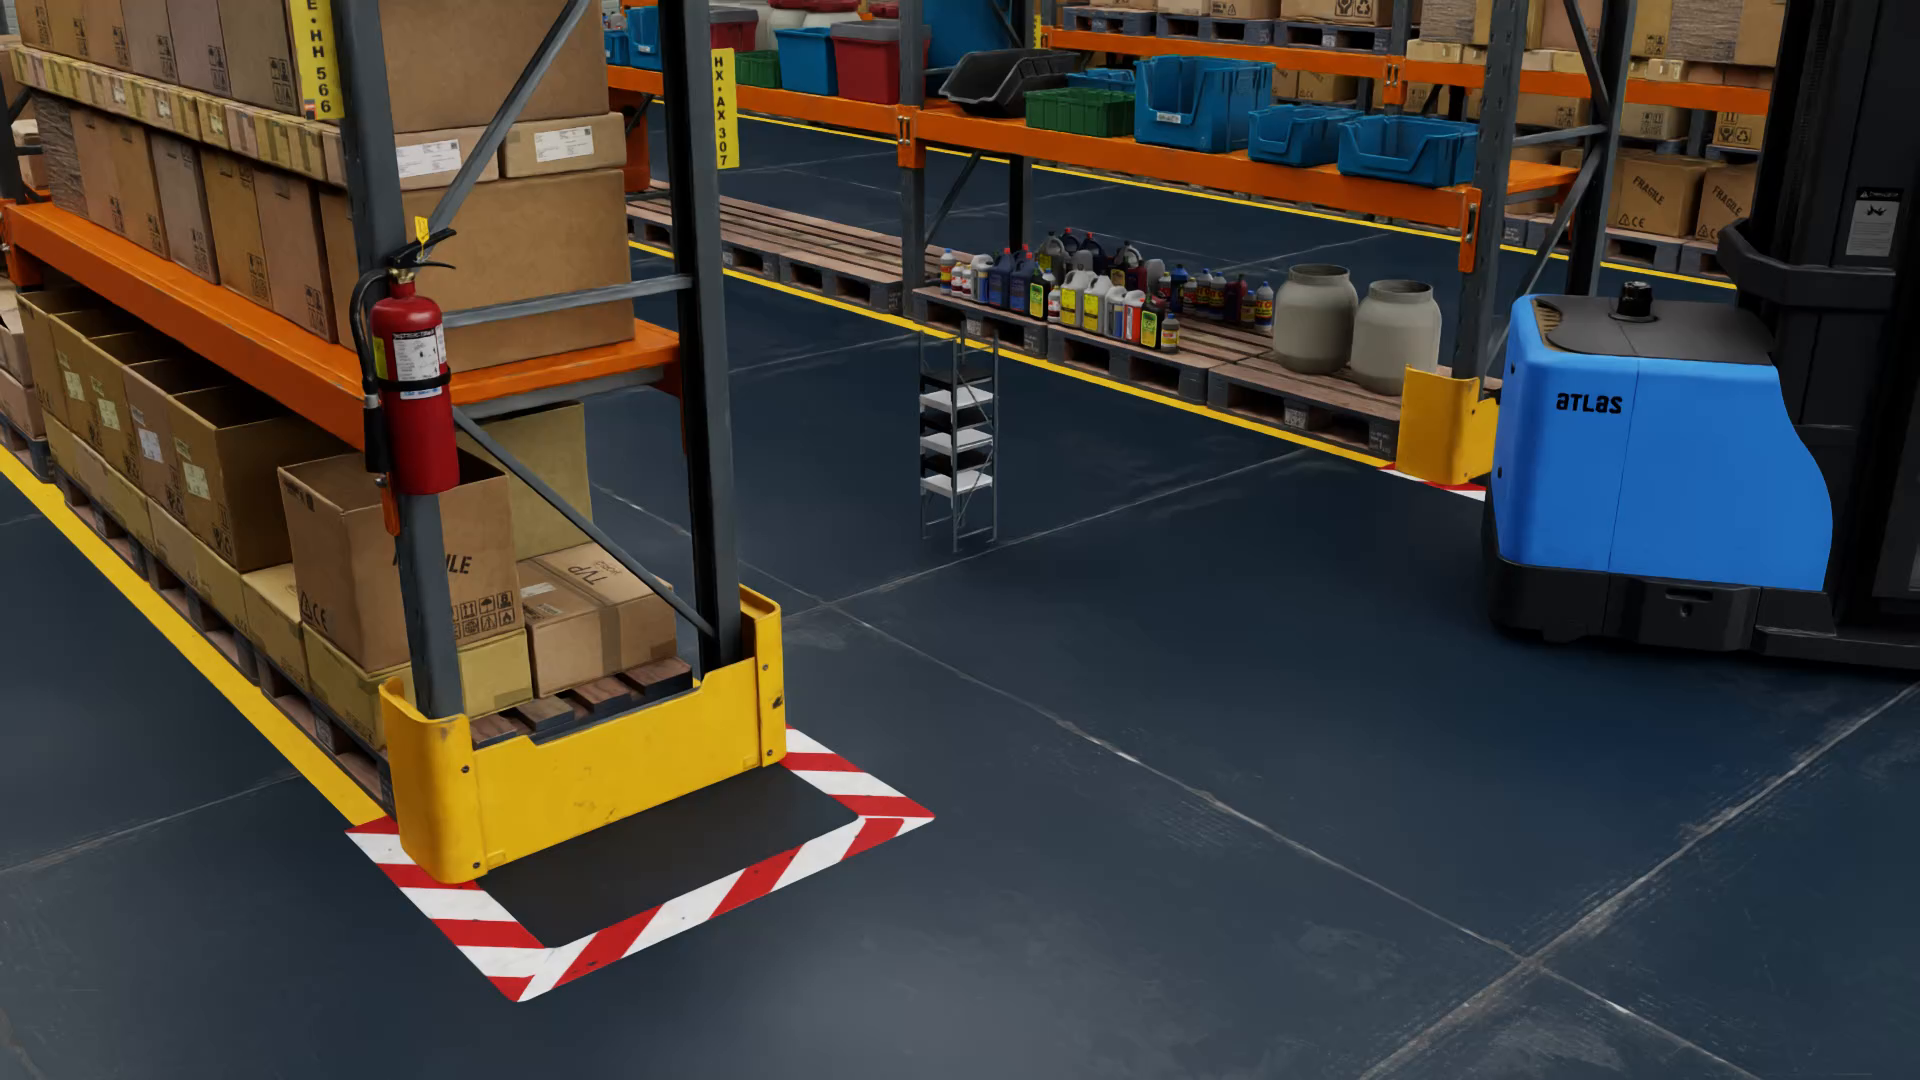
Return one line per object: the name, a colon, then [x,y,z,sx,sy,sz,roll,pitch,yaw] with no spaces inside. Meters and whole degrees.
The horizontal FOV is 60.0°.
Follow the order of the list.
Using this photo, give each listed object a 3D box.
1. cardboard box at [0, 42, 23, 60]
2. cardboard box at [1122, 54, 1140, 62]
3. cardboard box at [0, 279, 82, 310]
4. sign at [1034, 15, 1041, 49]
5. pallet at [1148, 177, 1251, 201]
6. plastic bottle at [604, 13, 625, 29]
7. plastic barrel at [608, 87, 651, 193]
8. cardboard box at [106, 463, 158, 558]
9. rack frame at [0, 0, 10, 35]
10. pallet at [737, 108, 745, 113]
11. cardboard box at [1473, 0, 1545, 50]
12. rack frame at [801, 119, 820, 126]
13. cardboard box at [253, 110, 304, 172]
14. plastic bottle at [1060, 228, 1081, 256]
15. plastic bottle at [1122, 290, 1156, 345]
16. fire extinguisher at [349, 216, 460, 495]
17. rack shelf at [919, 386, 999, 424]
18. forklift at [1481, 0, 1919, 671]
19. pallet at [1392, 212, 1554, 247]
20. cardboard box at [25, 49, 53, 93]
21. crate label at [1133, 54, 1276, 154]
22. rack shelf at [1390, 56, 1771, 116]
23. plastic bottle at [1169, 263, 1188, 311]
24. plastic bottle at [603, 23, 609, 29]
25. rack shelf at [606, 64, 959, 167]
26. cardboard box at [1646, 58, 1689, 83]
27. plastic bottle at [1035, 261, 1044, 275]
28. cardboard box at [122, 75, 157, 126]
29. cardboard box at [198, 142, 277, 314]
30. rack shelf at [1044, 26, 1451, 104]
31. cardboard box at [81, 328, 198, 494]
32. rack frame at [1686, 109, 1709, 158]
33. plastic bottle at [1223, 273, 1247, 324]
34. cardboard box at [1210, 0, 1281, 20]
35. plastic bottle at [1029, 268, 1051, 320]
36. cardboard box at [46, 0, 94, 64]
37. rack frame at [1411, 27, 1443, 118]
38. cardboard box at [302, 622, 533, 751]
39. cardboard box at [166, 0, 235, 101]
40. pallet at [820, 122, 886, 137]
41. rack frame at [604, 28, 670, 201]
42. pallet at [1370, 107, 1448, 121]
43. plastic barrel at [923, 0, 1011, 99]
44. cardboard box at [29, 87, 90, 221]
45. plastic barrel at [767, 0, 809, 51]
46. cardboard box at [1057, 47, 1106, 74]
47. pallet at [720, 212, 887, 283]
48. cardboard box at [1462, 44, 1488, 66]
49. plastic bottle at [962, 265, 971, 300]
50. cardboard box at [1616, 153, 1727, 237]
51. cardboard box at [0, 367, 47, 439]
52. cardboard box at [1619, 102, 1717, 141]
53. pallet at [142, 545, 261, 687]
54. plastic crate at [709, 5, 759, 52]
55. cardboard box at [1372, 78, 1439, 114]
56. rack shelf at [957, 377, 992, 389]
cardboard box: [-4.863,-2.285,8.569,0.500,0.500,0.500,-17,27,-37]
cardboard box: [2.412,-6.642,22.755,0.380,0.149,0.250,-16,26,-35]
cardboard box: [-4.529,-1.101,8.108,0.500,0.311,0.500,-17,27,-36]
sign: [0.476,-3.174,10.595,0.100,0.325,0.005,-17,27,-37]
pallet: [2.494,-3.350,15.247,1.003,0.211,1.213,-17,27,-37]
plastic bottle: [-2.899,-4.289,13.991,0.152,0.276,0.135,-17,27,-37]
plastic barrel: [-2.891,-3.338,13.794,0.600,0.830,0.708,-17,27,-37]
cardboard box: [-2.985,-0.175,6.512,0.500,0.250,0.500,-17,27,-37]
rack frame: [-6.314,-2.844,10.132,1.000,3.000,0.127,-17,27,-37]
pallet: [-2.655,-5.574,20.926,1.003,0.211,1.213,-17,27,-37]
cardboard box: [4.351,-3.996,12.527,0.875,0.500,0.500,-17,27,-37]
rack frame: [-1.418,-6.306,18.972,1.000,3.000,0.127,-17,27,-37]
cardboard box: [-1.825,-1.185,4.870,0.380,0.149,0.250,-18,28,-38]
plastic bottle: [0.691,-1.779,10.442,0.144,0.351,0.185,-18,28,-39]
plastic bottle: [0.988,-1.228,9.137,0.152,0.276,0.135,-17,27,-37]
fire extinguisher: [-1.367,-0.454,4.137,0.296,0.674,0.183,-17,27,-37]
rack shelf: [-0.005,-0.558,6.772,0.258,0.077,0.200,-17,27,-37]
forklift: [3.510,-1.038,5.616,3.031,2.935,1.130,5,22,13]
pallet: [4.269,-2.621,13.385,1.003,0.211,1.213,-17,27,-37]
cardboard box: [-3.510,-1.898,6.690,0.380,0.149,0.250,-17,27,-37]
crate label: [1.257,-2.272,8.624,0.502,0.435,0.616,-17,27,-37]
rack shelf: [5.110,-3.209,12.049,1.077,0.370,4.000,-17,27,-37]
plastic bottle: [1.294,-1.500,9.838,0.097,0.271,0.097,0,21,0]
plastic bottle: [-2.981,-4.219,13.915,0.097,0.201,0.097,0,21,0]
rack shelf: [-1.253,-3.135,11.861,1.077,0.370,4.000,-17,27,-37]
cardboard box: [5.014,-3.293,11.623,0.380,0.149,0.250,-17,27,-37]
plastic bottle: [0.451,-1.518,9.885,0.097,0.271,0.097,0,21,0]
cardboard box: [-2.660,-1.540,5.776,0.380,0.149,0.250,-18,28,-38]
cardboard box: [-2.053,-1.095,5.529,0.700,0.500,0.500,-17,27,-37]
rack shelf: [6.206,-6.746,17.349,10.864,3.092,4.000,-17,27,-37]
cardboard box: [-2.985,-0.524,6.376,0.500,0.500,0.500,-17,27,-37]
rack frame: [7.628,-5.249,16.272,1.000,3.000,0.127,-17,27,-37]
plastic bottle: [1.582,-1.394,9.551,0.061,0.283,0.133,-17,27,-37]
cardboard box: [2.603,-4.797,14.400,0.797,0.503,0.637,-14,26,-32]
plastic bottle: [0.464,-1.428,9.637,0.061,0.283,0.133,-16,26,-35]
cardboard box: [-3.078,-2.129,6.391,0.700,0.500,0.500,-18,27,-38]
rack frame: [3.807,-4.097,13.331,0.949,2.616,0.053,-17,27,-37]
cardboard box: [-1.666,0.373,5.113,0.500,0.250,0.500,-17,27,-37]
cardboard box: [-2.099,-1.714,5.331,0.700,0.500,0.500,-17,27,-37]
pallet: [-0.857,-4.813,18.982,1.003,0.211,1.213,-17,27,-37]
rack frame: [-2.559,-4.022,13.140,1.000,3.000,0.127,-17,27,-37]
pallet: [5.474,-4.820,19.000,1.003,0.211,1.213,-17,27,-37]
plastic barrel: [0.029,-3.329,10.684,0.600,0.901,0.708,-17,27,-37]
cardboard box: [-3.409,-1.664,6.983,0.700,0.500,0.500,-18,28,-39]
plastic barrel: [-1.168,-3.619,11.925,0.433,0.535,0.433,0,21,0]
cardboard box: [0.759,-4.603,16.961,1.225,0.875,0.875,-19,28,-40]
pallet: [-1.291,-2.164,12.218,1.003,0.211,1.213,-17,27,-37]
cardboard box: [4.054,-3.713,12.696,0.380,0.149,0.250,-17,27,-37]
plastic bottle: [0.061,-1.570,10.114,0.097,0.201,0.097,0,21,0]
cardboard box: [5.210,-2.534,12.191,0.500,0.500,0.500,-14,26,-33]
cardboard box: [-4.193,-0.700,7.852,0.500,0.250,0.500,-18,28,-38]
cardboard box: [7.154,-4.547,16.989,1.050,0.750,0.750,-18,27,-38]
pallet: [-2.415,0.126,6.372,1.003,0.211,1.213,-17,27,-37]
plastic crate: [-1.736,-3.533,11.803,0.402,0.464,0.583,-17,27,-37]
cardboard box: [5.346,-5.312,18.943,1.050,0.750,0.750,-18,28,-38]
rack shelf: [-0.005,-0.656,6.734,0.199,0.015,0.184,-17,27,-37]
